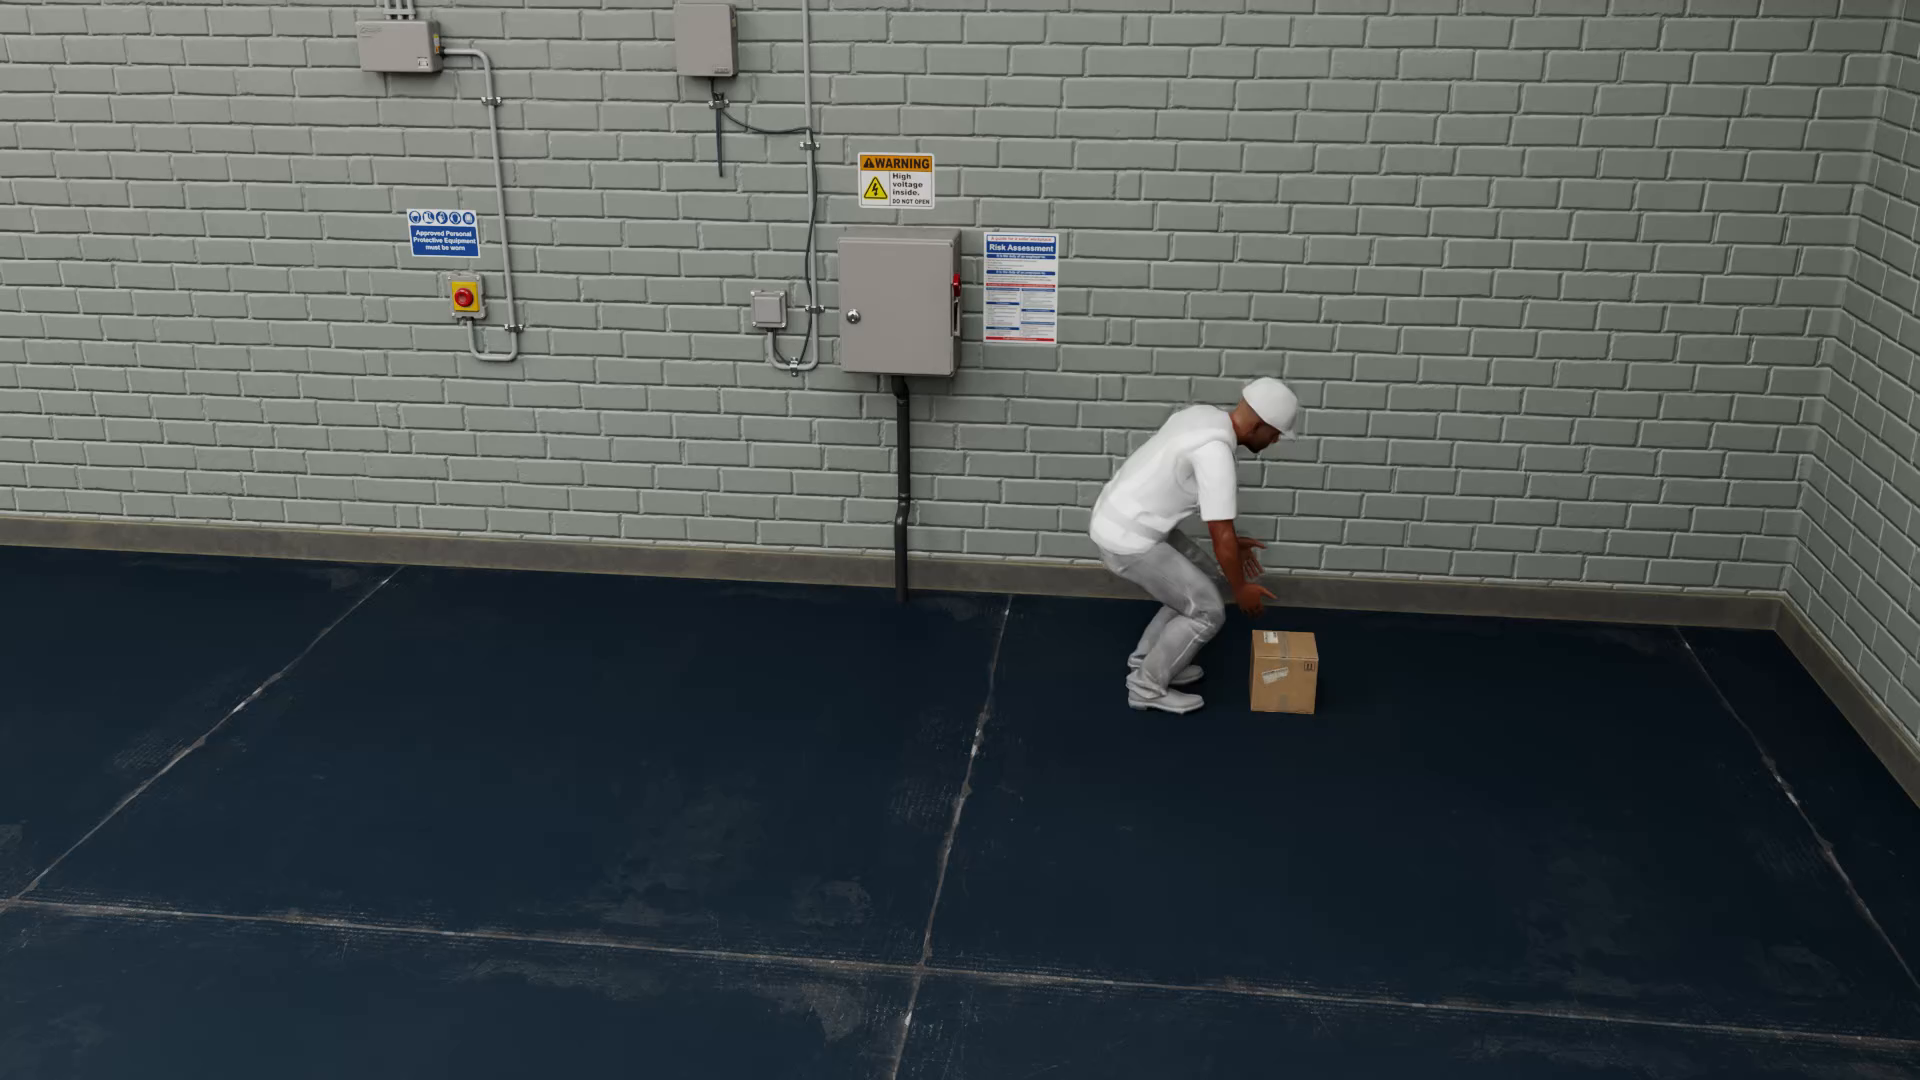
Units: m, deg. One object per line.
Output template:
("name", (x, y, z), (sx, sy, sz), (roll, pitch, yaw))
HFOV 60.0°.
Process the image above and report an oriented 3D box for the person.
("person", (0.915, -0.007, 6.658), (0.792, 1.343, 0.631), (2, 21, 6))
